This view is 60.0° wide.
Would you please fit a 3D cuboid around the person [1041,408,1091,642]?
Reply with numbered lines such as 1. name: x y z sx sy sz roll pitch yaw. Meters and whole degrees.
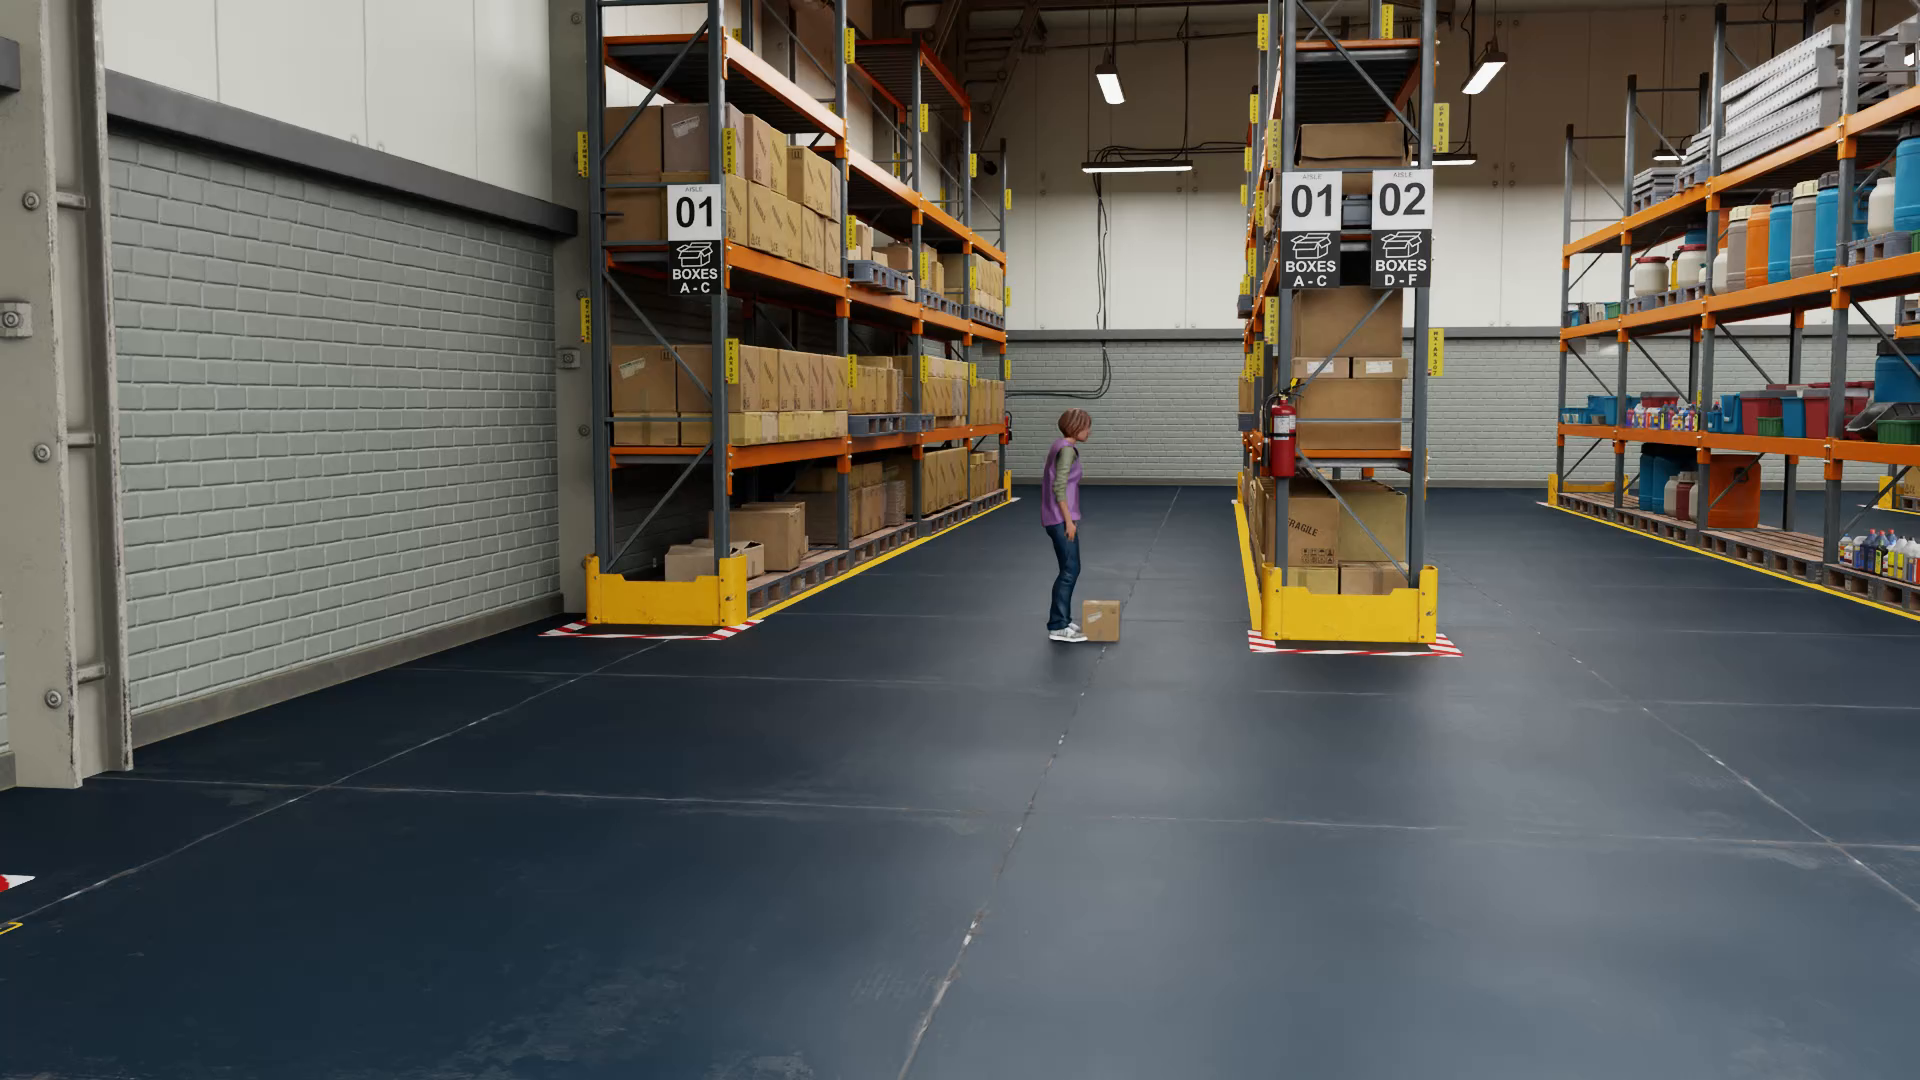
1. person: 0.731 -0.111 11.488 0.345 1.591 0.464 1 5 6
